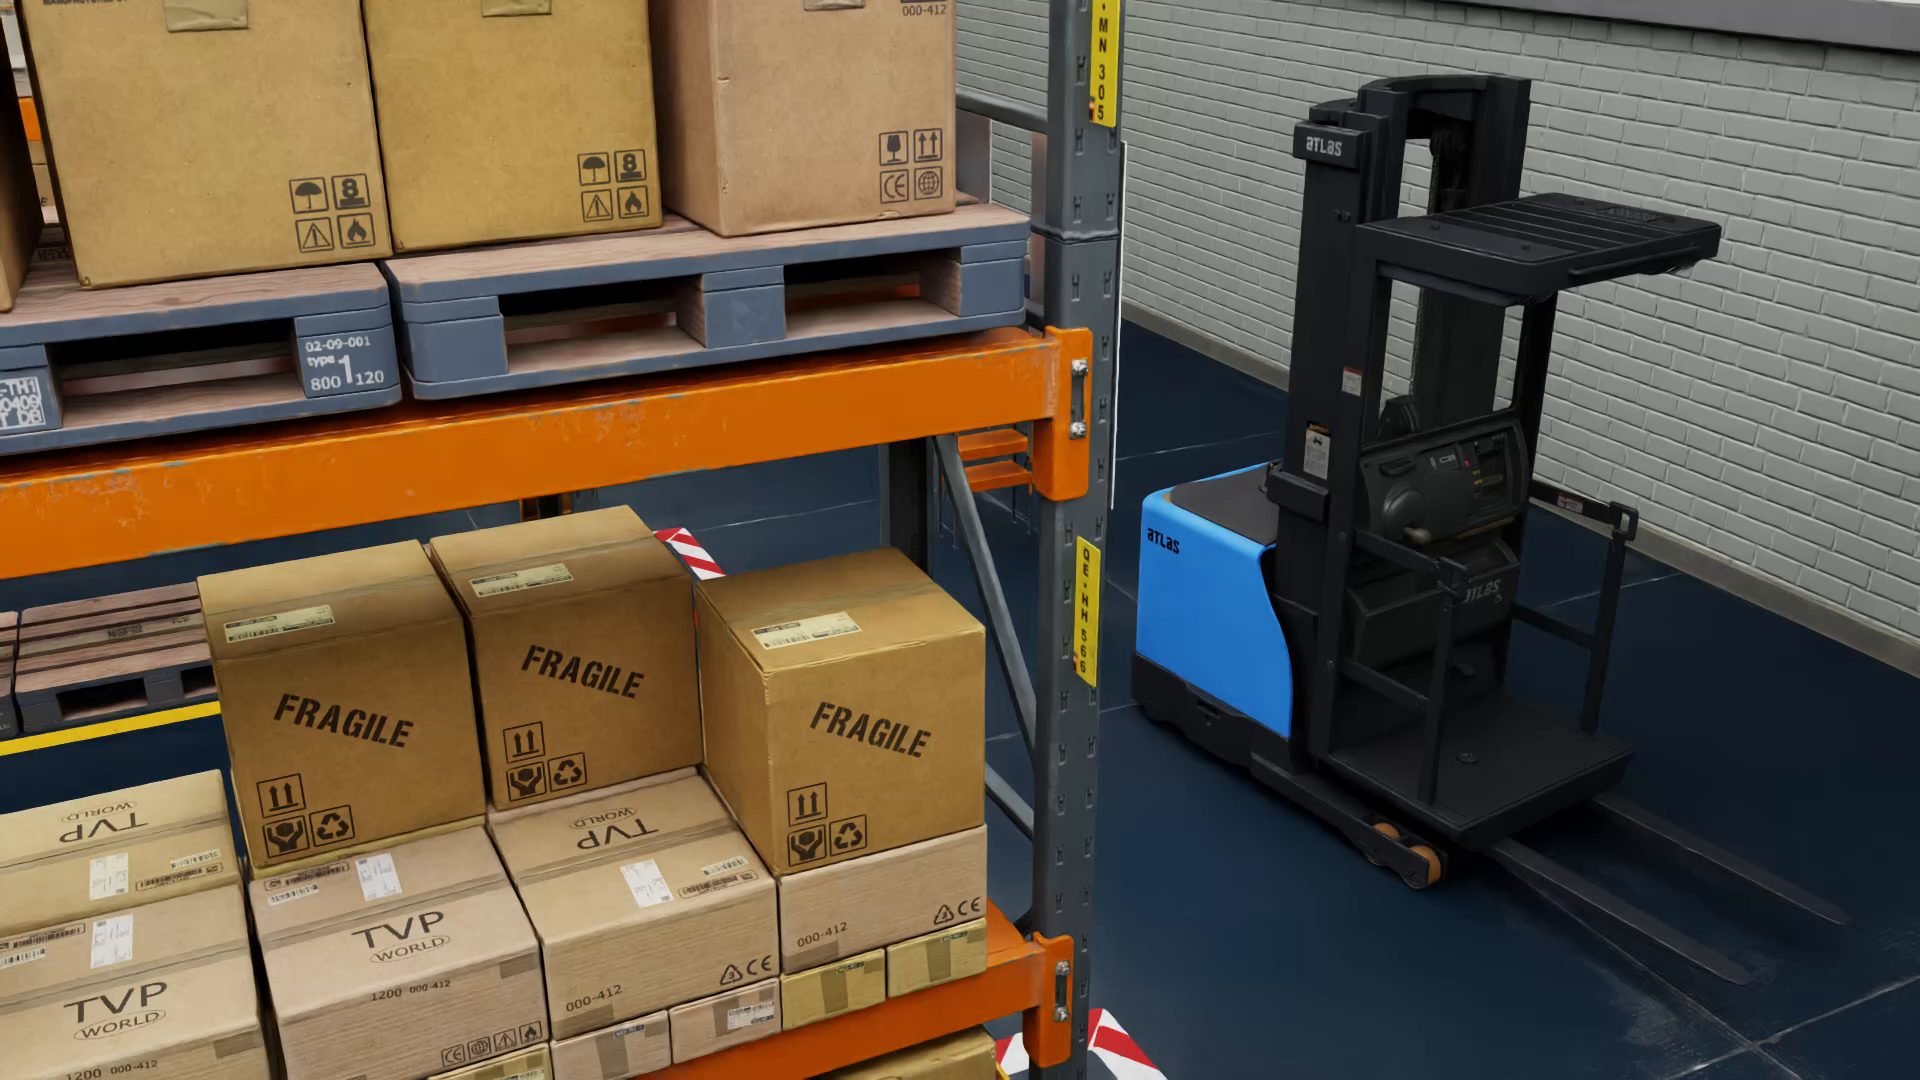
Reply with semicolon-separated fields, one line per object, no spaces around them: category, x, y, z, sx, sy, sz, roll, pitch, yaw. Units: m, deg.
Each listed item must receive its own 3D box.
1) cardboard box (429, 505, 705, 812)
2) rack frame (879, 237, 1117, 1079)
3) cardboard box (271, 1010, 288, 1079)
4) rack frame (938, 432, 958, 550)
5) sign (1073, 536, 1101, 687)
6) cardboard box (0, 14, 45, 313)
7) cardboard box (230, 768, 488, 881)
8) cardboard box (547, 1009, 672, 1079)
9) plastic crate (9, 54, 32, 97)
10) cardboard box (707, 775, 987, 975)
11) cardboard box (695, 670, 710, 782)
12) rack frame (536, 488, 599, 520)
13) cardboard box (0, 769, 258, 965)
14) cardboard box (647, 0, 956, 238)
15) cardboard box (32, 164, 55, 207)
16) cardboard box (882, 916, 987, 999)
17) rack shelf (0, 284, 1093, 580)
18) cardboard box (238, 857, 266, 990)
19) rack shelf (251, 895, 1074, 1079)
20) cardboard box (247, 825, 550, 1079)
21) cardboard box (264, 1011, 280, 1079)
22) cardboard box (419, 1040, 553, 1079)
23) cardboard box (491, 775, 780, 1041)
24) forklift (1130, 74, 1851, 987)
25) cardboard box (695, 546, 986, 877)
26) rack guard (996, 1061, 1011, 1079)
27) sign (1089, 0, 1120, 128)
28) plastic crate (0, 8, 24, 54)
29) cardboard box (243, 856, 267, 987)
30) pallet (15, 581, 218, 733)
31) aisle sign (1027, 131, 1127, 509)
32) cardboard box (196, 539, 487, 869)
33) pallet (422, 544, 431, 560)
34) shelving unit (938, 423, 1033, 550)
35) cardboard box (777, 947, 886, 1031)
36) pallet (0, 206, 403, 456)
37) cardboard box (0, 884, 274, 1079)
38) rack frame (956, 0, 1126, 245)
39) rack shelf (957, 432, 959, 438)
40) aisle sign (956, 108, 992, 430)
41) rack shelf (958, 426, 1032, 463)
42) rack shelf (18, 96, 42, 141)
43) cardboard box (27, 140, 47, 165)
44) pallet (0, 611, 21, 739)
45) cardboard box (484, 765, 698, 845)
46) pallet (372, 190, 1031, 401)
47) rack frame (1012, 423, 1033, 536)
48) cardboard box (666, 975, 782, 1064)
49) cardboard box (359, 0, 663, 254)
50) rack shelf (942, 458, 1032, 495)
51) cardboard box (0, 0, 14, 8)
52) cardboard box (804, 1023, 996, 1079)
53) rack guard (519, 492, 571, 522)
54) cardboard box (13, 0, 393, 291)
cardboard box;-0.949;0.266;4.011;0.500;0.500;0.500;-11;25;-25
rack frame;0.051;0.612;4.351;0.127;3.000;1.000;-10;25;-24
cardboard box;-1.280;1.113;3.467;0.250;0.149;0.380;-10;25;-23
rack frame;-0.071;-0.541;9.489;0.015;1.200;0.240;-10;25;-24
sign;0.274;0.156;3.627;0.005;0.325;0.100;-10;25;-24
cardboard box;-1.855;-0.673;2.722;0.500;0.500;0.700;-9;24;-21
cardboard box;-1.418;0.701;3.943;0.500;0.250;0.500;-11;25;-25
cardboard box;-0.813;1.026;3.677;0.250;0.149;0.380;-10;24;-23
plastic crate;-3.851;-1.931;6.917;0.530;0.136;0.437;-10;25;-24
cardboard box;-0.270;0.715;3.907;0.500;0.250;0.500;-11;25;-24
cardboard box;-0.498;0.530;4.355;0.500;0.250;0.500;-11;25;-25
rack frame;-2.097;-1.095;8.474;0.127;3.000;1.000;-10;25;-24
cardboard box;-1.886;0.789;3.729;0.500;0.250;0.500;-11;25;-25
cardboard box;-0.394;-0.956;3.406;0.500;0.500;0.700;-12;25;-27
cardboard box;-6.357;-2.345;11.362;0.500;0.500;0.500;-11;25;-24
cardboard box;-0.127;0.900;3.982;0.250;0.149;0.380;-10;24;-23
rack shelf;-1.751;-0.110;3.113;4.000;0.370;1.077;-10;25;-24
cardboard box;-1.797;0.928;3.914;0.250;0.149;0.380;-11;25;-25
rack shelf;-1.751;1.276;3.687;4.000;0.370;1.077;-10;25;-24
cardboard box;-1.186;0.884;3.501;0.500;0.250;0.500;-11;25;-25
cardboard box;-1.504;1.154;3.370;0.250;0.149;0.380;-10;24;-23
cardboard box;-1.046;1.070;3.572;0.250;0.149;0.380;-11;25;-25
cardboard box;-0.728;0.799;3.705;0.500;0.250;0.500;-11;25;-25
forklift;2.044;-0.207;6.417;1.130;2.935;3.031;-15;27;-31
cardboard box;-0.274;0.368;3.765;0.500;0.500;0.500;-10;25;-23
rack guard;0.073;1.762;4.839;0.348;0.500;1.175;-10;25;-24
sign;0.274;-0.958;3.166;0.005;0.325;0.100;-10;25;-24
plastic crate;-4.228;-2.165;7.292;0.530;0.282;0.437;-10;25;-24
cardboard box;-1.569;0.887;4.014;0.250;0.149;0.380;-11;25;-24
pallet;-3.954;0.517;8.224;1.213;0.211;1.003;-10;25;-24
aisle sign;0.246;-0.498;3.633;0.004;0.787;0.394;-10;25;-24
cardboard box;-1.413;0.354;3.799;0.500;0.500;0.500;-11;25;-25
pallet;-2.857;0.316;8.710;1.213;0.211;1.003;-10;25;-24
shelving unit;0.149;-0.582;9.587;0.503;1.200;0.258;-10;25;-24
cardboard box;-0.360;0.944;3.876;0.250;0.149;0.380;-10;25;-23
pallet;-1.713;-0.403;2.996;1.213;0.211;1.003;-10;25;-24
cardboard box;-1.654;0.971;3.288;0.500;0.250;0.500;-10;25;-24
rack frame;0.051;-2.160;3.203;0.127;3.000;1.000;-10;25;-24
rack shelf;0.149;-0.726;9.527;0.480;0.148;0.258;-10;25;-24
aisle sign;-0.014;-0.705;4.132;0.004;0.787;0.394;-10;25;-24
rack shelf;0.149;-0.520;9.613;0.480;0.148;0.258;-10;25;-24
rack shelf;-3.899;-1.817;7.237;4.000;0.370;1.077;-10;25;-24
cardboard box;-6.371;-2.800;11.154;0.500;0.500;0.500;-11;25;-25
pallet;-5.055;0.721;7.732;1.213;0.211;1.003;-10;25;-24
cardboard box;-0.964;0.618;4.141;0.500;0.250;0.500;-11;25;-24
pallet;-0.613;-0.607;3.488;1.213;0.211;1.003;-10;25;-24
rack frame;0.369;-0.622;9.685;0.015;1.200;0.240;-10;25;-24
cardboard box;-0.588;0.985;3.776;0.250;0.149;0.380;-10;25;-23
cardboard box;-0.953;-0.904;3.280;0.500;0.500;0.700;-11;25;-26
rack shelf;0.149;-0.336;9.689;0.480;0.148;0.258;-10;25;-24
cardboard box;-6.397;-3.616;10.837;0.500;0.250;0.500;-10;25;-24
cardboard box;-0.491;1.533;4.354;0.875;0.875;0.875;-10;25;-24
rack guard;-2.081;0.051;8.973;0.348;0.500;1.175;-10;25;-24
cardboard box;-1.398;-0.802;3.033;0.500;0.500;0.700;-12;25;-27
